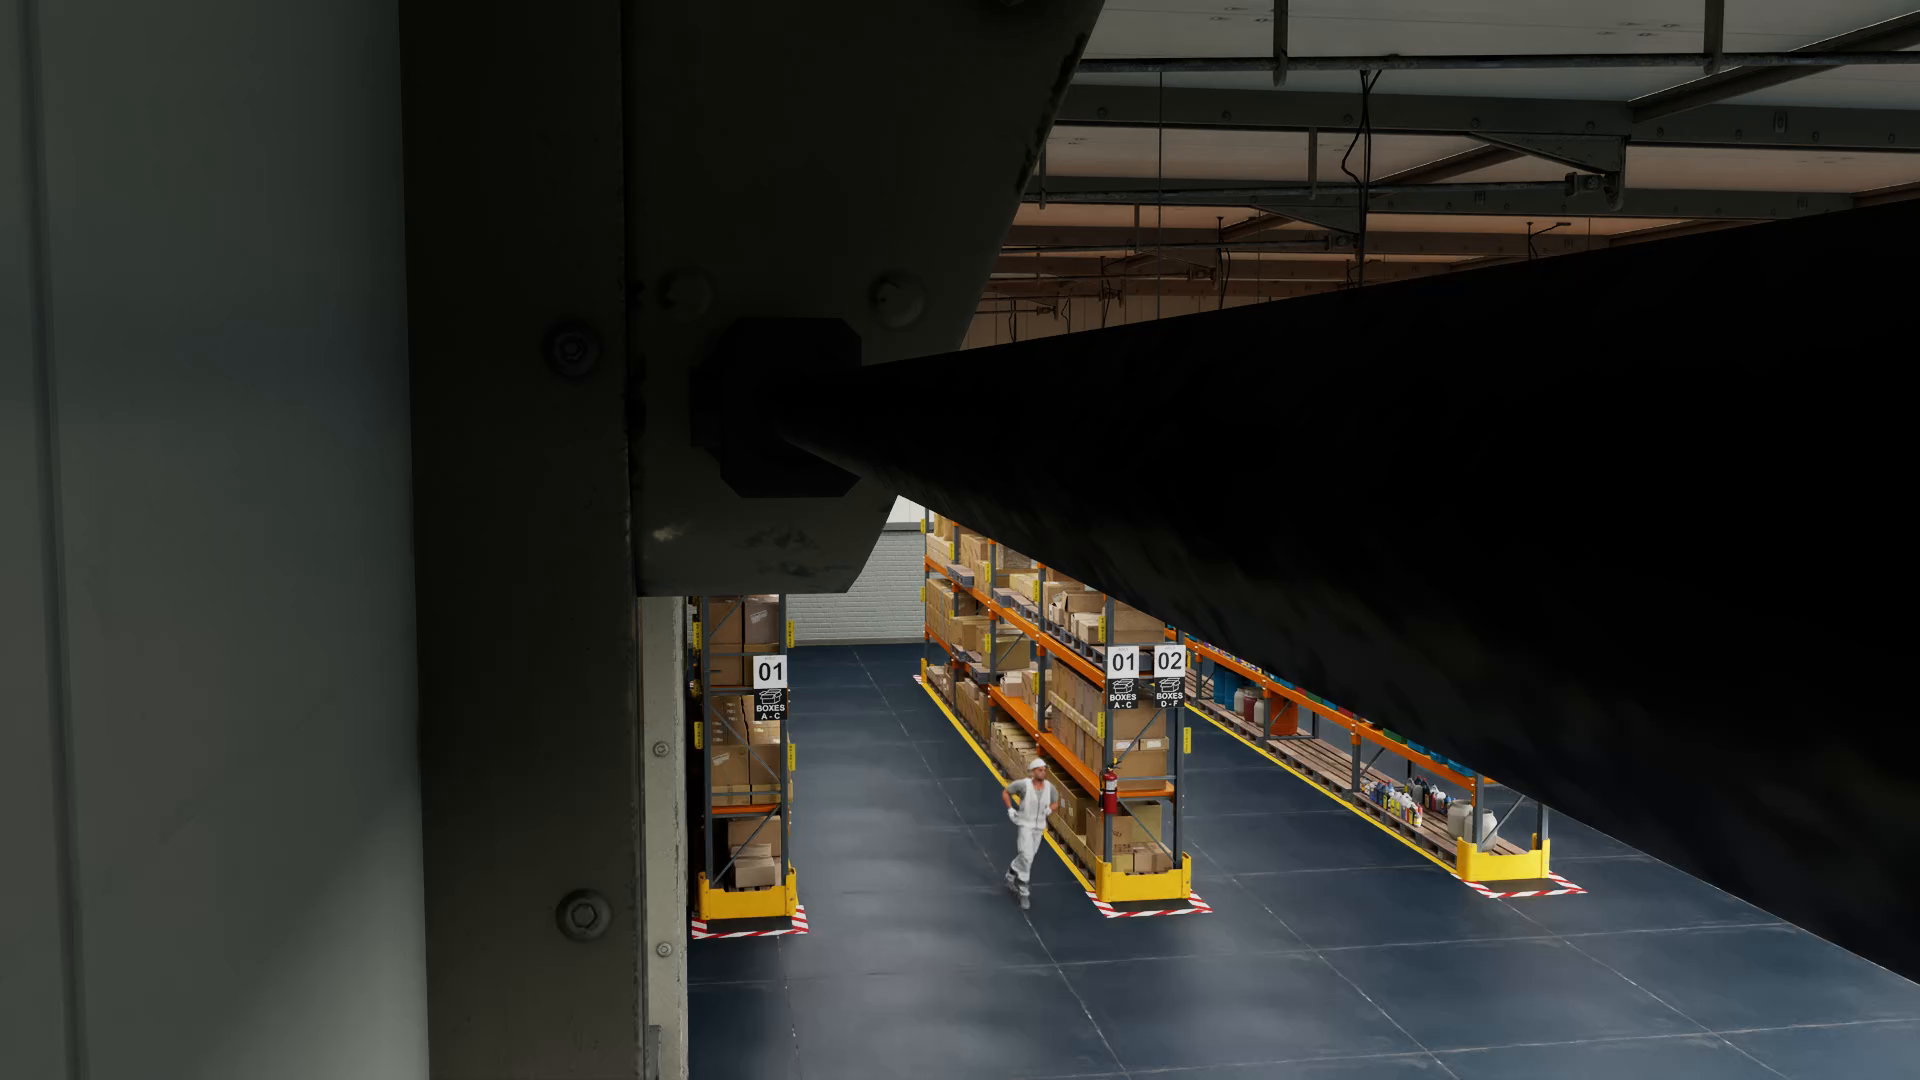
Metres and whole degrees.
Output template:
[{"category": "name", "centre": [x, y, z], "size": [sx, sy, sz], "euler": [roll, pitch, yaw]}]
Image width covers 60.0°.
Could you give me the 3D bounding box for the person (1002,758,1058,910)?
[{"category": "person", "centre": [0.902, 3.625, 20.857], "size": [0.677, 1.819, 0.829], "euler": [-3, 6, -27]}]
